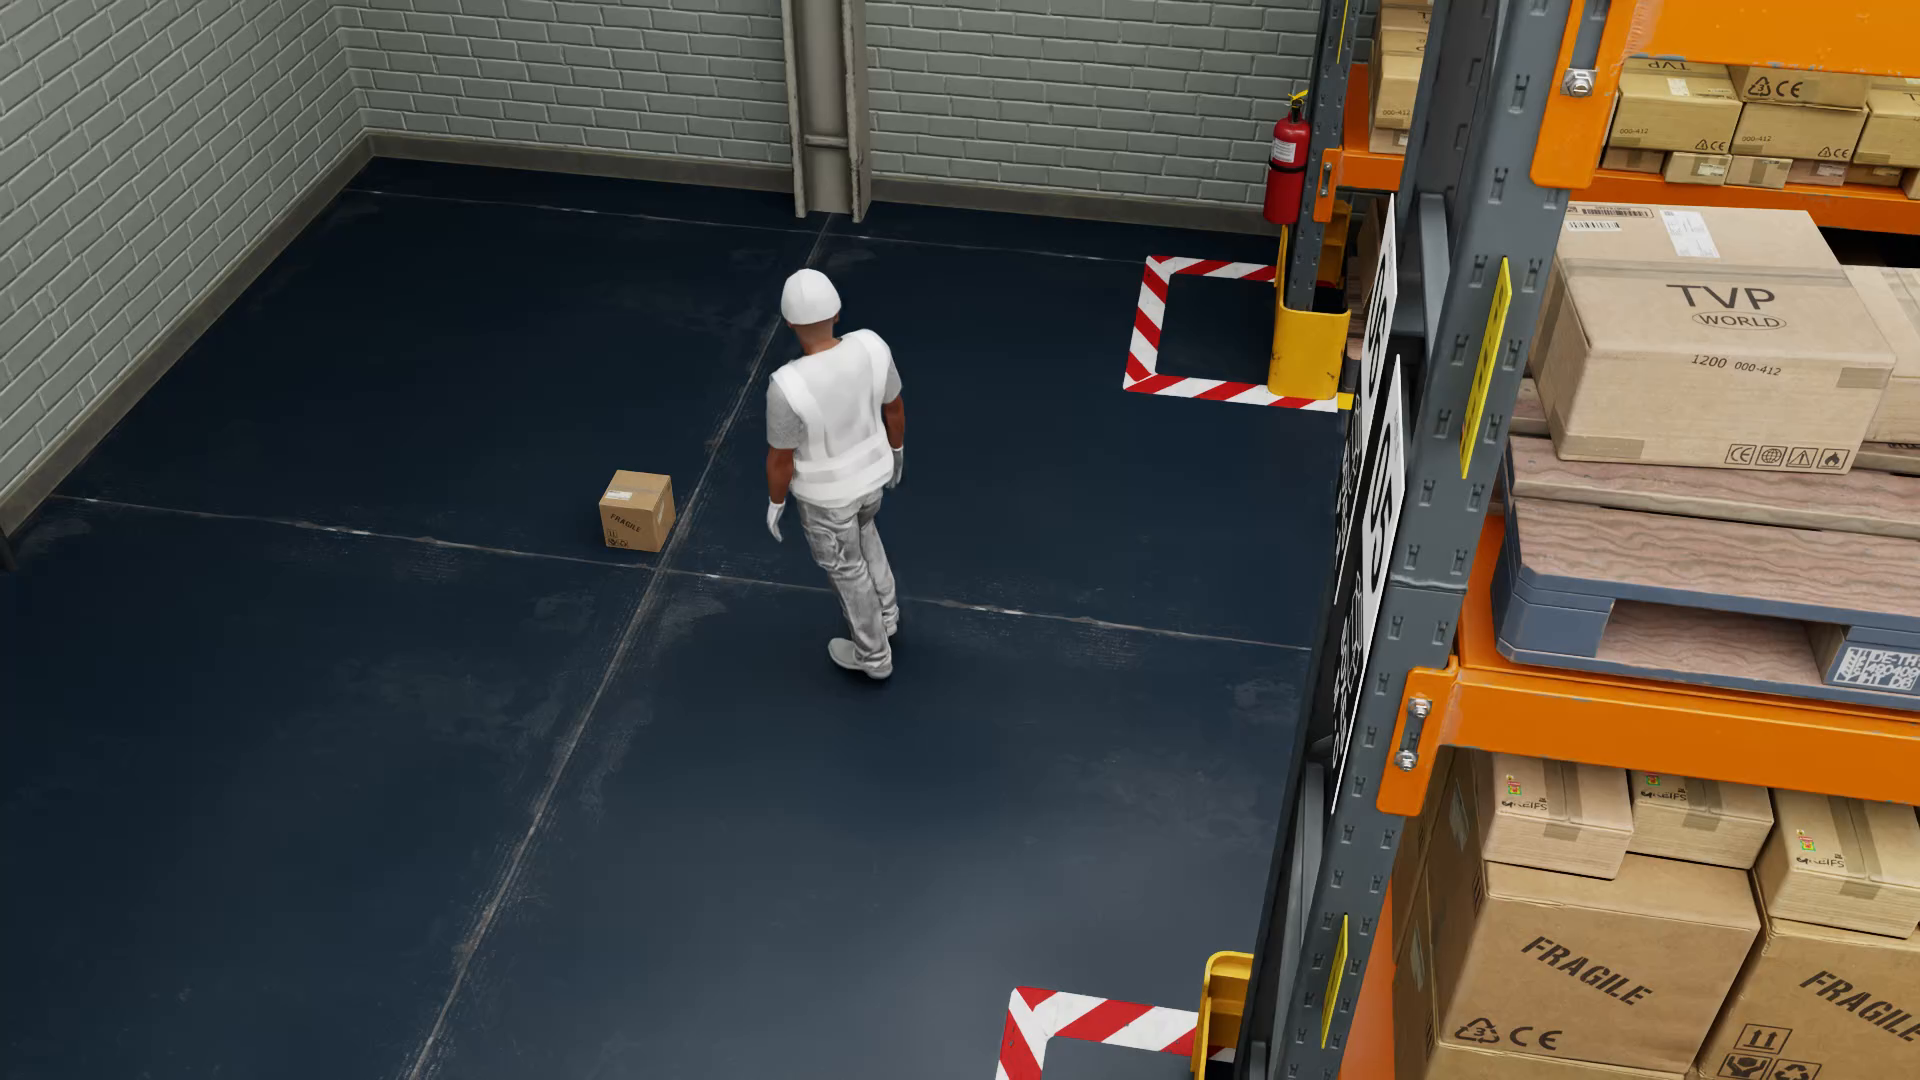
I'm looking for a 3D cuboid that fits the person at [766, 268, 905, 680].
[{"bbox_3d":[-0.459,-0.211,6.377,0.590,1.791,0.491,-31,49,-32],"label":"person"}]
